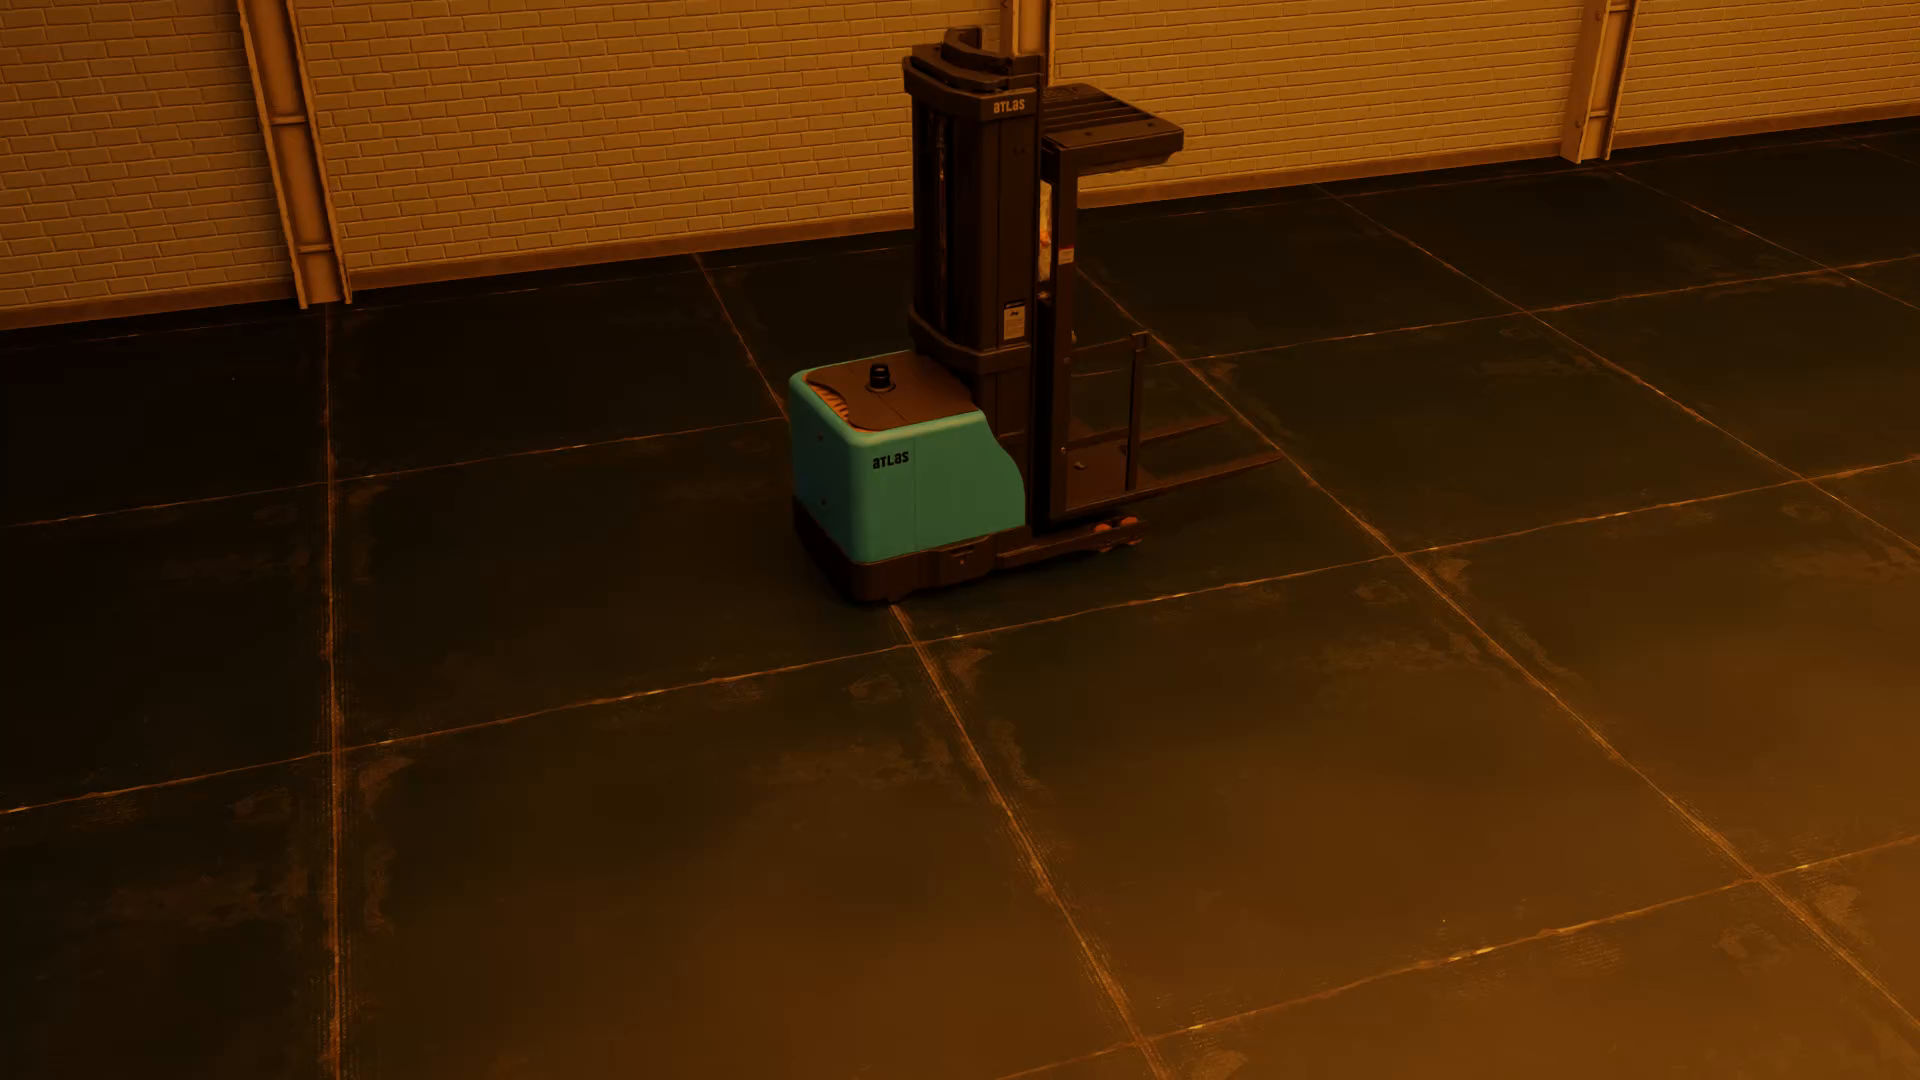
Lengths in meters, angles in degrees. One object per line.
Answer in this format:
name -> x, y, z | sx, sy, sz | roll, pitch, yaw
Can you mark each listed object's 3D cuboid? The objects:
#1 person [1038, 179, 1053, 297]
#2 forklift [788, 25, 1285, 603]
person -> 0.625, -2.293, 12.361 | 0.483, 1.650, 0.644 | 0, 30, 0
forklift -> 0.550, -1.418, 9.551 | 3.031, 2.935, 1.130 | -14, 33, -23
